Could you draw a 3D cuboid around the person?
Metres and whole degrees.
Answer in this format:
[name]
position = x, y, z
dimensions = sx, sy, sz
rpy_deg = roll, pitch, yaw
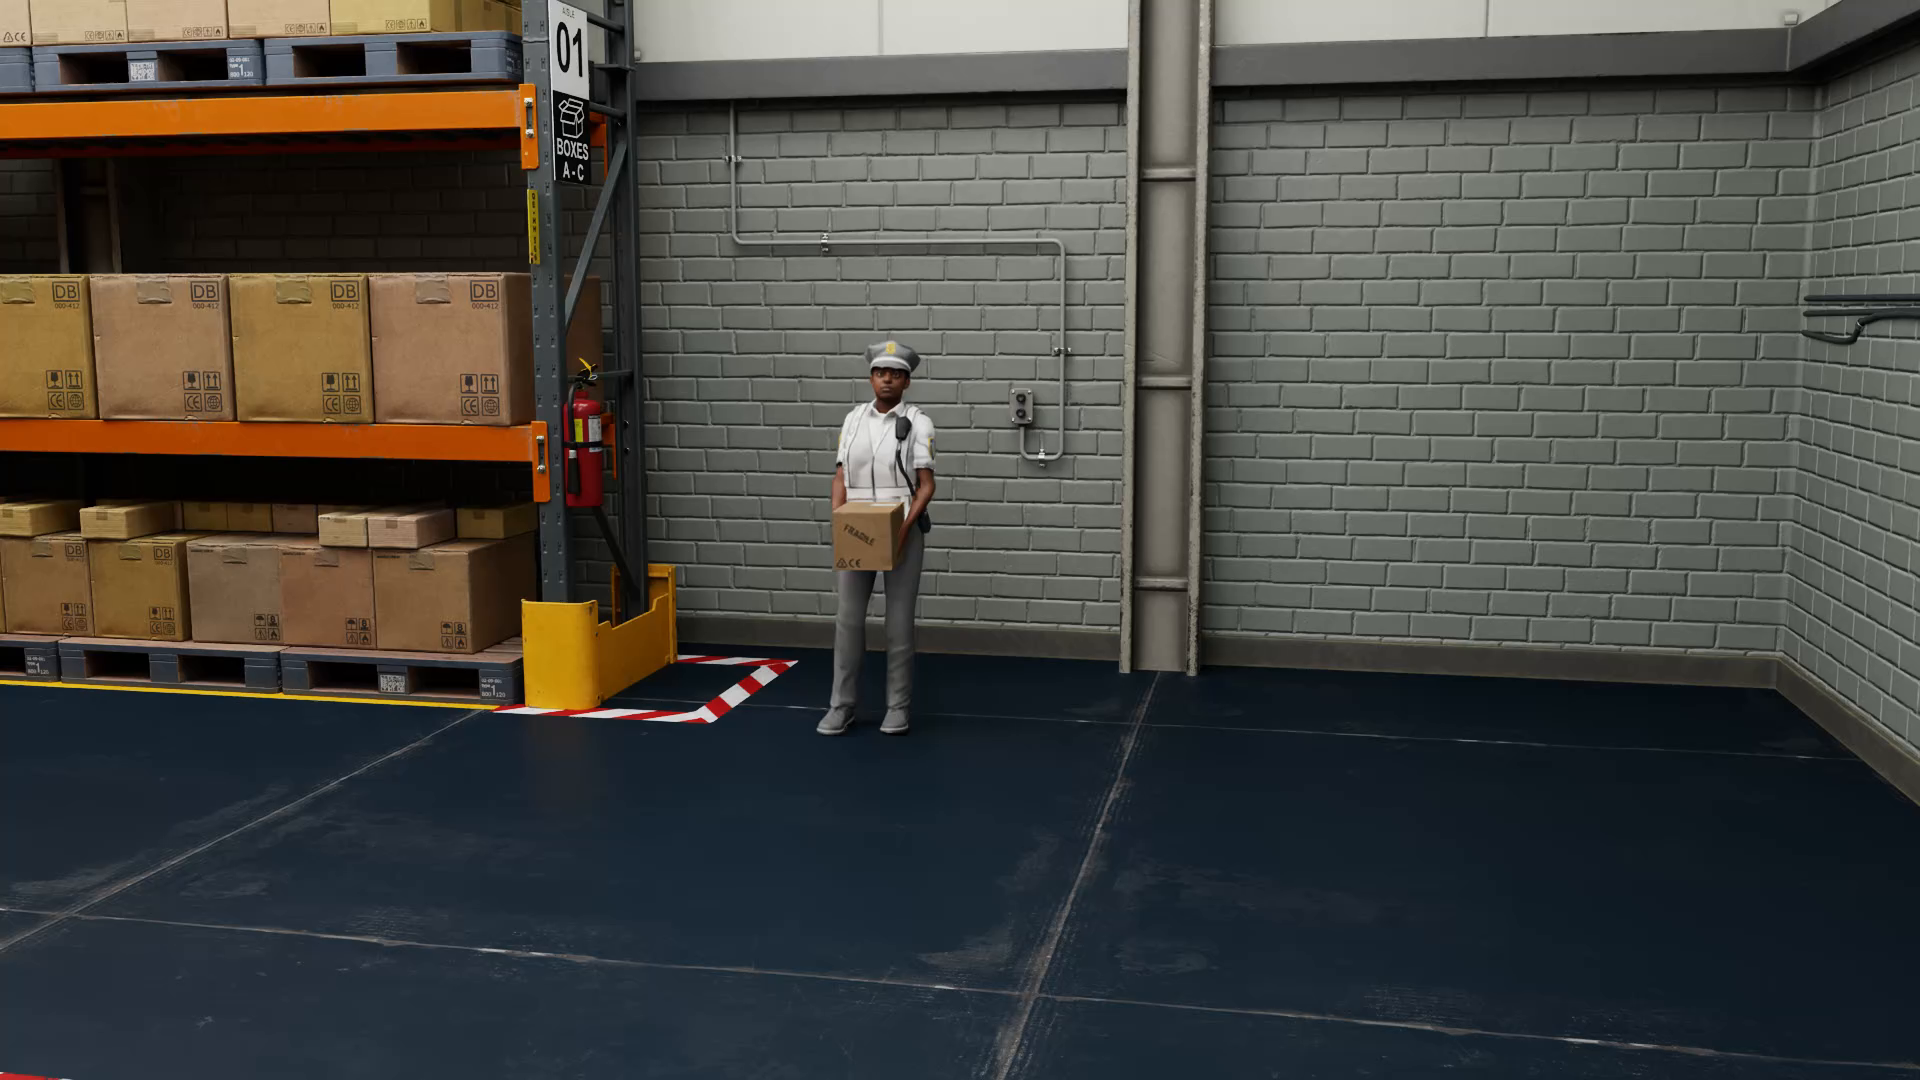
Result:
[person]
position = -6.291, 0.444, 3.563
dimensions = 10.708, 1.838, 10.106
rpy_deg = 2, 8, 11
